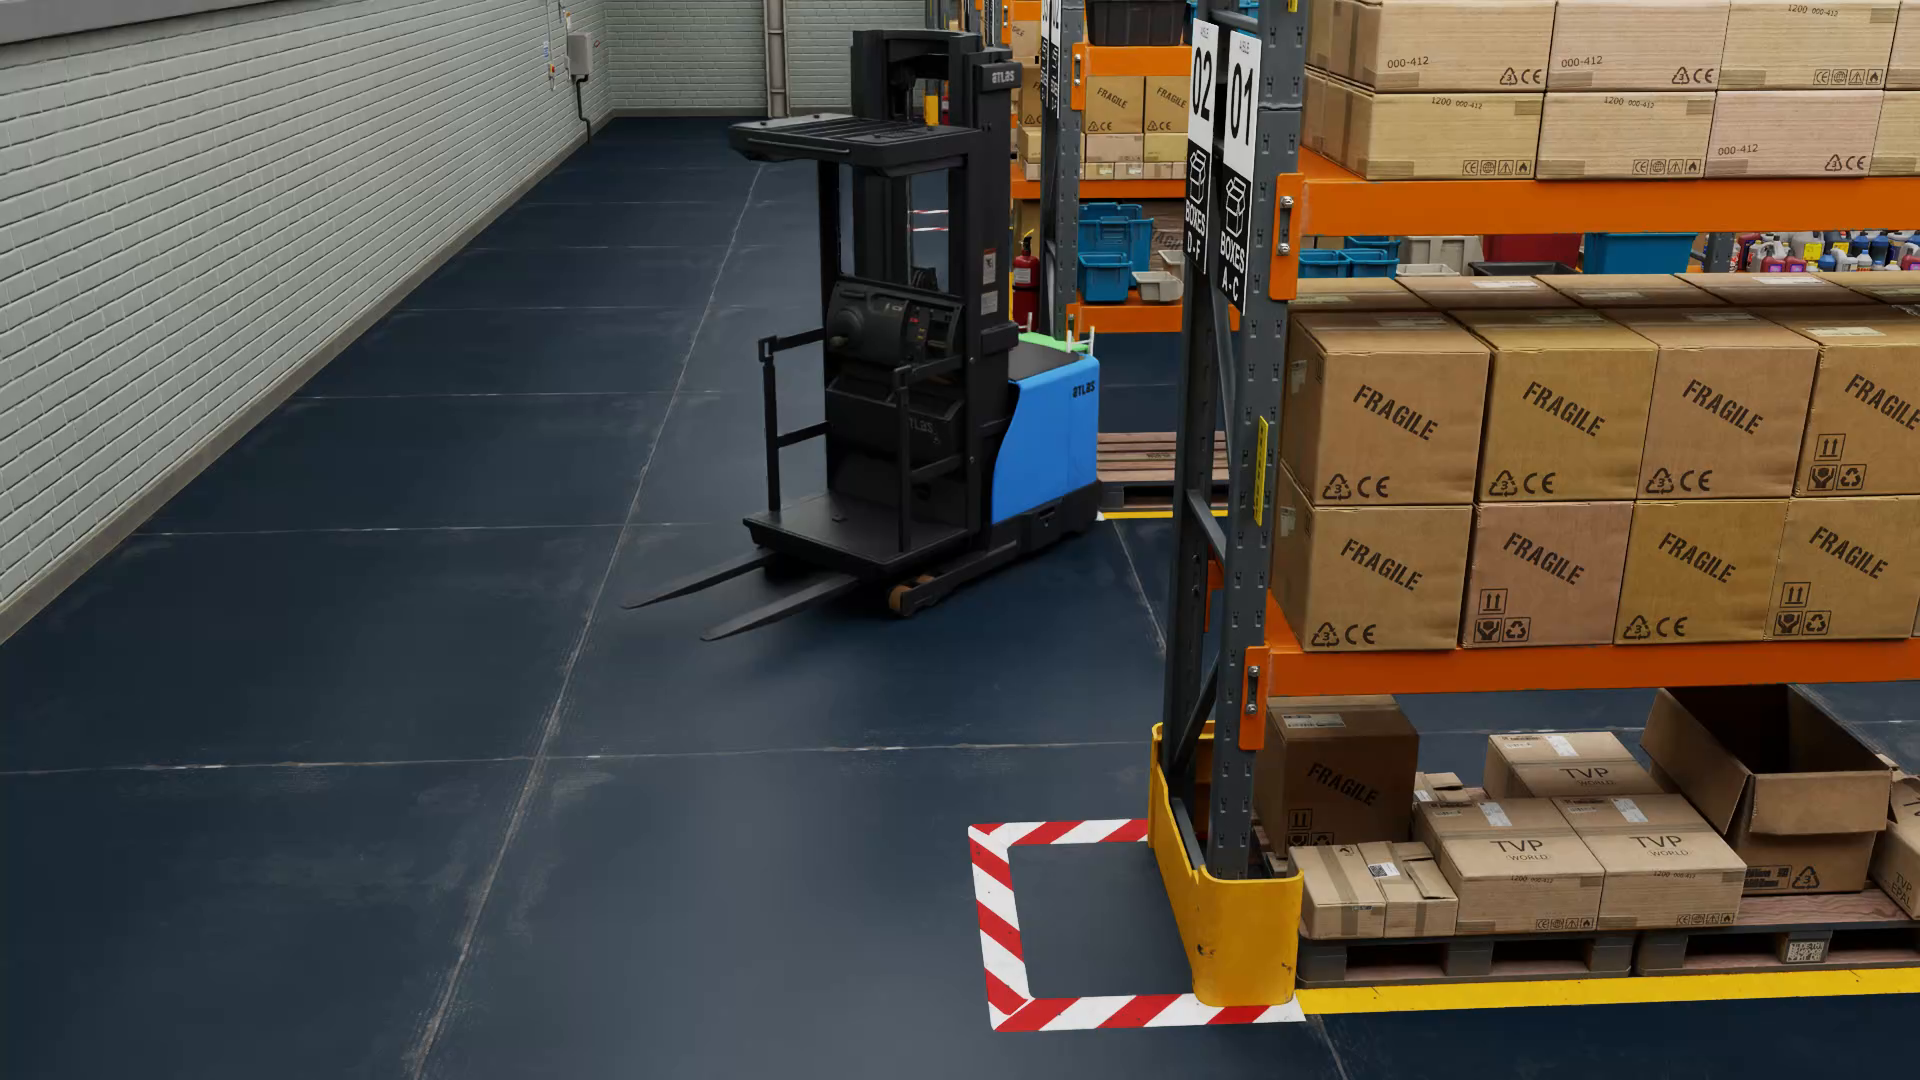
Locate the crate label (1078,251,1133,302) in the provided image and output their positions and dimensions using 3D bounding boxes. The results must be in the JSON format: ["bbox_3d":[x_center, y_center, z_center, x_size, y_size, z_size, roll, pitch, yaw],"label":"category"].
[{"bbox_3d":[0.873,-1.597,10.093,0.303,0.233,0.416,-1,21,-3],"label":"crate label"}]

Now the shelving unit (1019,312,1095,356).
[{"bbox_3d":[0.504,-0.746,10.183,0.503,1.200,0.258,19,24,39],"label":"shelving unit"}]

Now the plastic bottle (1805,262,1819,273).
[{"bbox_3d":[5.239,-1.615,10.269,0.097,0.201,0.097,0,21,0],"label":"plastic bottle"}]

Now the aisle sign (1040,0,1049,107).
[{"bbox_3d":[0.519,-3.076,10.175,0.004,0.787,0.394,-1,21,-3],"label":"aisle sign"}]

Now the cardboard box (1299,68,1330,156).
[{"bbox_3d":[1.385,-1.435,5.513,0.500,0.250,0.500,-1,21,-3],"label":"cardboard box"}]

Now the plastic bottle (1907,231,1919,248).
[{"bbox_3d":[6.236,-1.884,10.878,0.097,0.271,0.097,0,21,0],"label":"plastic bottle"}]

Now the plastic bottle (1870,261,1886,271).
[{"bbox_3d":[5.665,-1.623,10.291,0.097,0.201,0.097,0,21,0],"label":"plastic bottle"}]

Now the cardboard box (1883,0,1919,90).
[{"bbox_3d":[2.912,-1.511,5.010,0.500,0.250,0.500,-1,21,-3],"label":"cardboard box"}]

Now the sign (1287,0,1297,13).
[{"bbox_3d":[0.918,-1.617,4.551,0.005,0.325,0.100,-1,21,-3],"label":"sign"}]

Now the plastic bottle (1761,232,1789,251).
[{"bbox_3d":[5.341,-1.912,10.946,0.135,0.276,0.152,-1,21,-3],"label":"plastic bottle"}]

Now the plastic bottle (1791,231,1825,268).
[{"bbox_3d":[5.509,-1.901,10.810,0.185,0.351,0.144,-1,21,-3],"label":"plastic bottle"}]

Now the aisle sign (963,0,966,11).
[{"bbox_3d":[0.053,-6.602,19.436,0.004,0.787,0.394,-1,21,-3],"label":"aisle sign"}]

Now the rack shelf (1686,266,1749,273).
[{"bbox_3d":[6.598,-1.544,10.816,4.000,0.370,1.077,-1,21,-3],"label":"rack shelf"}]

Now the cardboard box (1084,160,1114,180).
[{"bbox_3d":[1.210,-3.302,14.774,0.250,0.149,0.380,-2,21,-4],"label":"cardboard box"}]

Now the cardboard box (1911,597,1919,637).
[{"bbox_3d":[3.369,-0.004,5.617,0.500,0.500,0.500,-1,21,-2],"label":"cardboard box"}]

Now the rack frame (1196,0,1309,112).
[{"bbox_3d":[0.887,-2.803,4.679,0.127,3.000,1.000,-1,21,-3],"label":"rack frame"}]

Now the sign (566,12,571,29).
[{"bbox_3d":[-6.047,-8.027,25.671,0.001,0.242,0.339,-1,21,-3],"label":"sign"}]

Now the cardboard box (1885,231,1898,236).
[{"bbox_3d":[8.980,-2.739,15.837,0.500,0.500,0.700,-2,21,-6],"label":"cardboard box"}]

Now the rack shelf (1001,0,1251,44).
[{"bbox_3d":[2.322,-4.624,14.690,4.000,0.370,1.077,-1,21,-3],"label":"rack shelf"}]

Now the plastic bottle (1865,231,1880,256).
[{"bbox_3d":[5.979,-1.925,10.980,0.135,0.276,0.152,-1,21,-3],"label":"plastic bottle"}]

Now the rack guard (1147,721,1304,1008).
[{"bbox_3d":[0.963,1.168,6.195,0.348,0.500,1.175,-1,21,-3],"label":"rack guard"}]

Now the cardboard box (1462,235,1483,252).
[{"bbox_3d":[4.956,-2.823,15.559,0.875,0.875,1.225,-1,21,-3],"label":"cardboard box"}]

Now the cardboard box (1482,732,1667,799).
[{"bbox_3d":[2.366,0.973,6.439,0.500,0.250,0.500,-1,21,-3],"label":"cardboard box"}]

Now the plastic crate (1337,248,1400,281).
[{"bbox_3d":[2.487,-1.629,10.180,0.300,0.233,0.416,-1,21,-3],"label":"plastic crate"}]

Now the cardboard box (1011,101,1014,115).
[{"bbox_3d":[0.485,-5.055,19.379,0.250,0.149,0.380,-1,21,-3],"label":"cardboard box"}]

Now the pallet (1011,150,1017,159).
[{"bbox_3d":[0.553,-5.779,24.848,1.213,0.211,1.003,-1,21,-3],"label":"pallet"}]

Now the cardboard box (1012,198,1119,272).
[{"bbox_3d":[0.959,-2.763,15.402,0.875,0.875,0.875,-1,21,-3],"label":"cardboard box"}]

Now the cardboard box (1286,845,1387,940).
[{"bbox_3d":[1.325,1.241,5.877,0.250,0.149,0.380,-1,21,-3],"label":"cardboard box"}]

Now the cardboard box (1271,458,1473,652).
[{"bbox_3d":[1.345,0.039,5.506,0.500,0.500,0.500,-1,21,-2],"label":"cardboard box"}]

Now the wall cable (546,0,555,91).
[{"bbox_3d":[-5.869,-7.405,23.727,0.123,1.953,0.585,-1,21,-3],"label":"wall cable"}]

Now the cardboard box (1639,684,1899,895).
[{"bbox_3d":[3.005,0.921,6.221,0.637,0.503,0.797,-1,21,-3],"label":"cardboard box"}]

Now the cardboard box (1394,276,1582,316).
[{"bbox_3d":[1.820,-0.630,5.859,0.500,0.500,0.500,-1,21,-2],"label":"cardboard box"}]

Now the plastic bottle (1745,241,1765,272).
[{"bbox_3d":[5.227,-1.863,10.922,0.097,0.201,0.097,0,21,0],"label":"plastic bottle"}]

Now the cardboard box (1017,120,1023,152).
[{"bbox_3d":[0.794,-3.691,15.237,0.500,0.250,0.500,-1,21,-4],"label":"cardboard box"}]

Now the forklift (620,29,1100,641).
[{"bbox_3d":[-0.499,-1.161,8.895,1.130,2.935,3.031,17,27,37],"label":"forklift"}]

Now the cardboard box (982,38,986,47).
[{"bbox_3d":[0.255,-6.993,23.976,0.500,0.500,0.500,-1,21,-3],"label":"cardboard box"}]

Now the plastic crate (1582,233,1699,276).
[{"bbox_3d":[4.155,-1.730,10.231,0.575,0.384,0.392,-1,21,-3],"label":"plastic crate"}]

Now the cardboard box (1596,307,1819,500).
[{"bbox_3d":[2.366,-0.450,5.385,0.500,0.500,0.500,-1,21,-2],"label":"cardboard box"}]

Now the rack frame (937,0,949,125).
[{"bbox_3d":[-0.241,-7.039,24.236,0.127,3.000,1.000,-1,21,-3],"label":"rack frame"}]

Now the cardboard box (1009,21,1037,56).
[{"bbox_3d":[0.606,-5.850,19.150,0.500,0.500,0.500,-1,21,-3],"label":"cardboard box"}]

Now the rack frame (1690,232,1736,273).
[{"bbox_3d":[4.601,-1.840,10.582,0.127,3.000,1.000,-1,21,-3],"label":"rack frame"}]

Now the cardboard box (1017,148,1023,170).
[{"bbox_3d":[0.662,-3.525,15.360,0.250,0.149,0.380,-1,21,-2],"label":"cardboard box"}]

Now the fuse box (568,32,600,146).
[{"bbox_3d":[-5.843,-7.063,26.110,0.414,1.711,0.539,-1,21,-3],"label":"fuse box"}]

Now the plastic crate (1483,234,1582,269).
[{"bbox_3d":[3.696,-1.969,10.746,0.583,0.464,0.402,-1,21,-3],"label":"plastic crate"}]

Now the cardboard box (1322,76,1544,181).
[{"bbox_3d":[1.414,-1.251,5.029,0.500,0.250,0.500,-1,21,-3],"label":"cardboard box"}]
